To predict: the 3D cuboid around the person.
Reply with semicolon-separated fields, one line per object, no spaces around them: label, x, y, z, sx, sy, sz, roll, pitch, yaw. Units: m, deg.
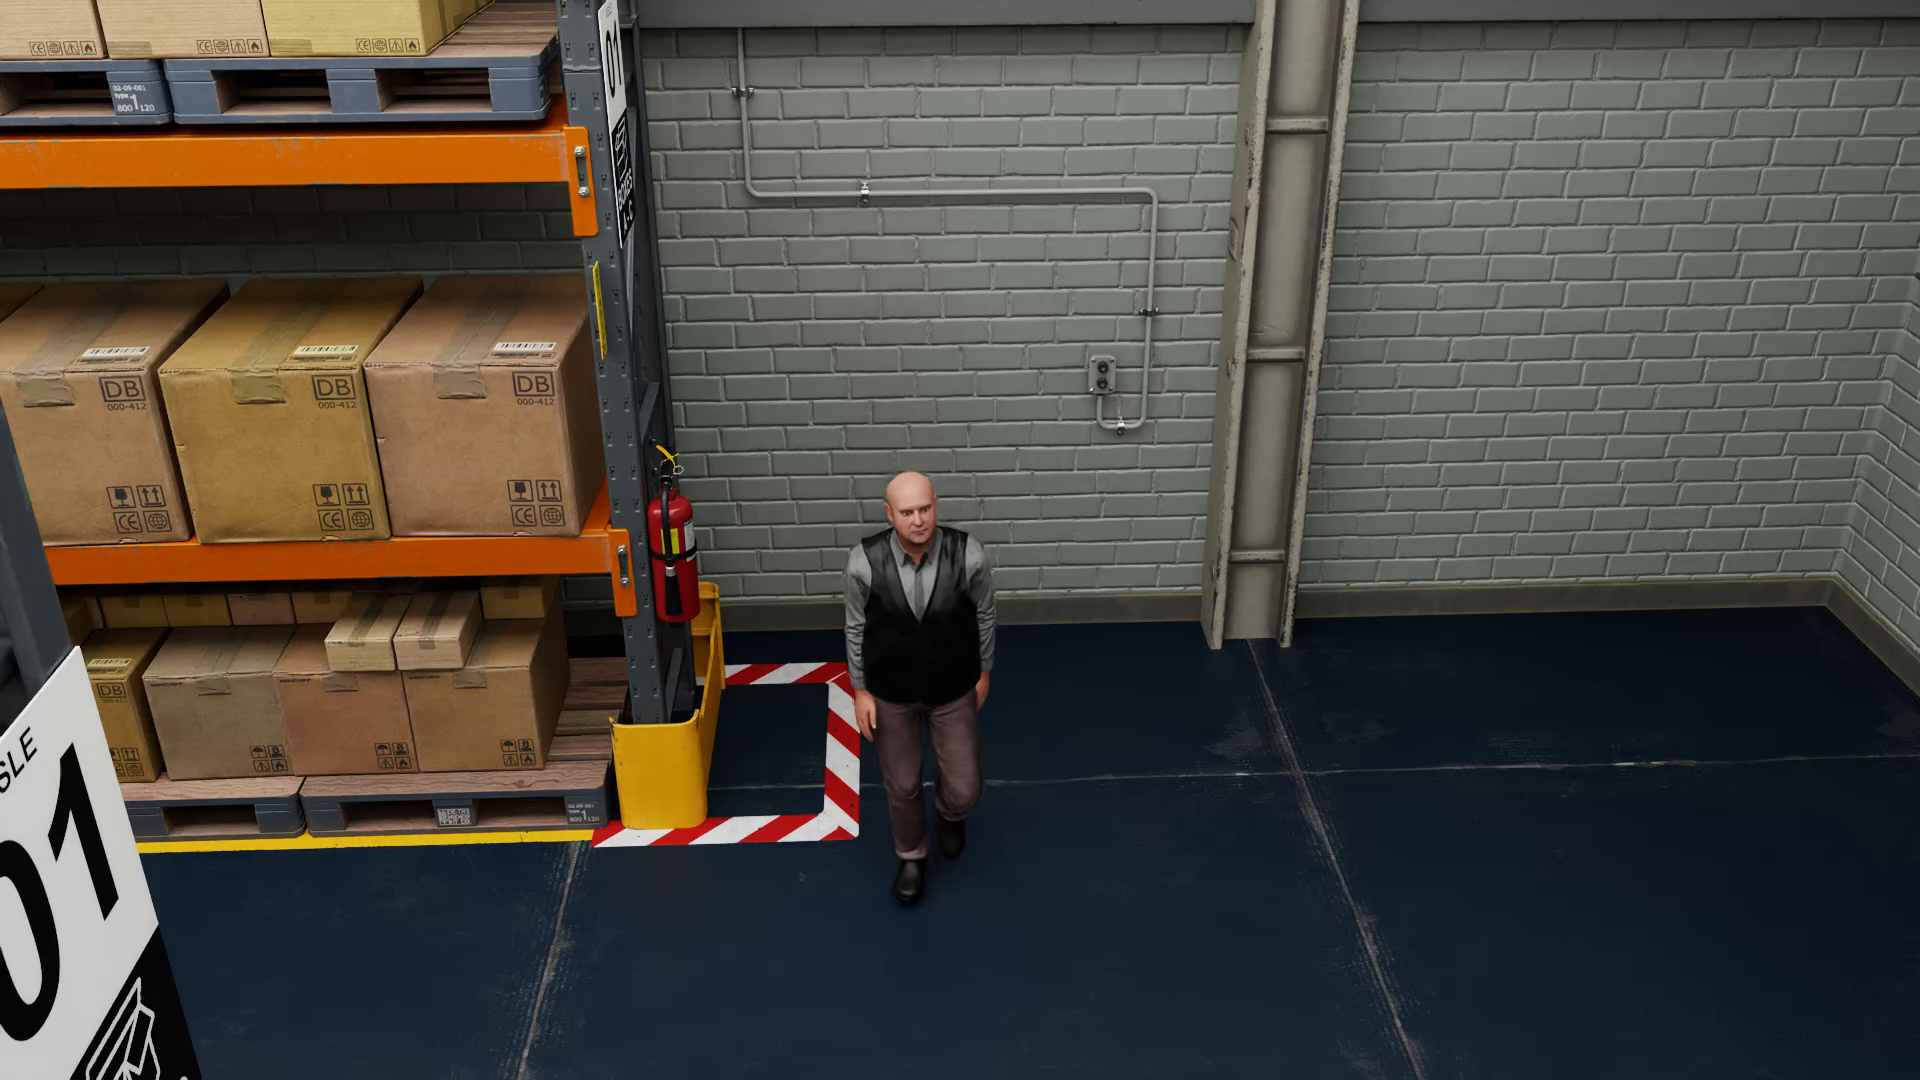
person;-0.140;0.525;6.076;0.546;1.712;0.485;-1;27;-2
